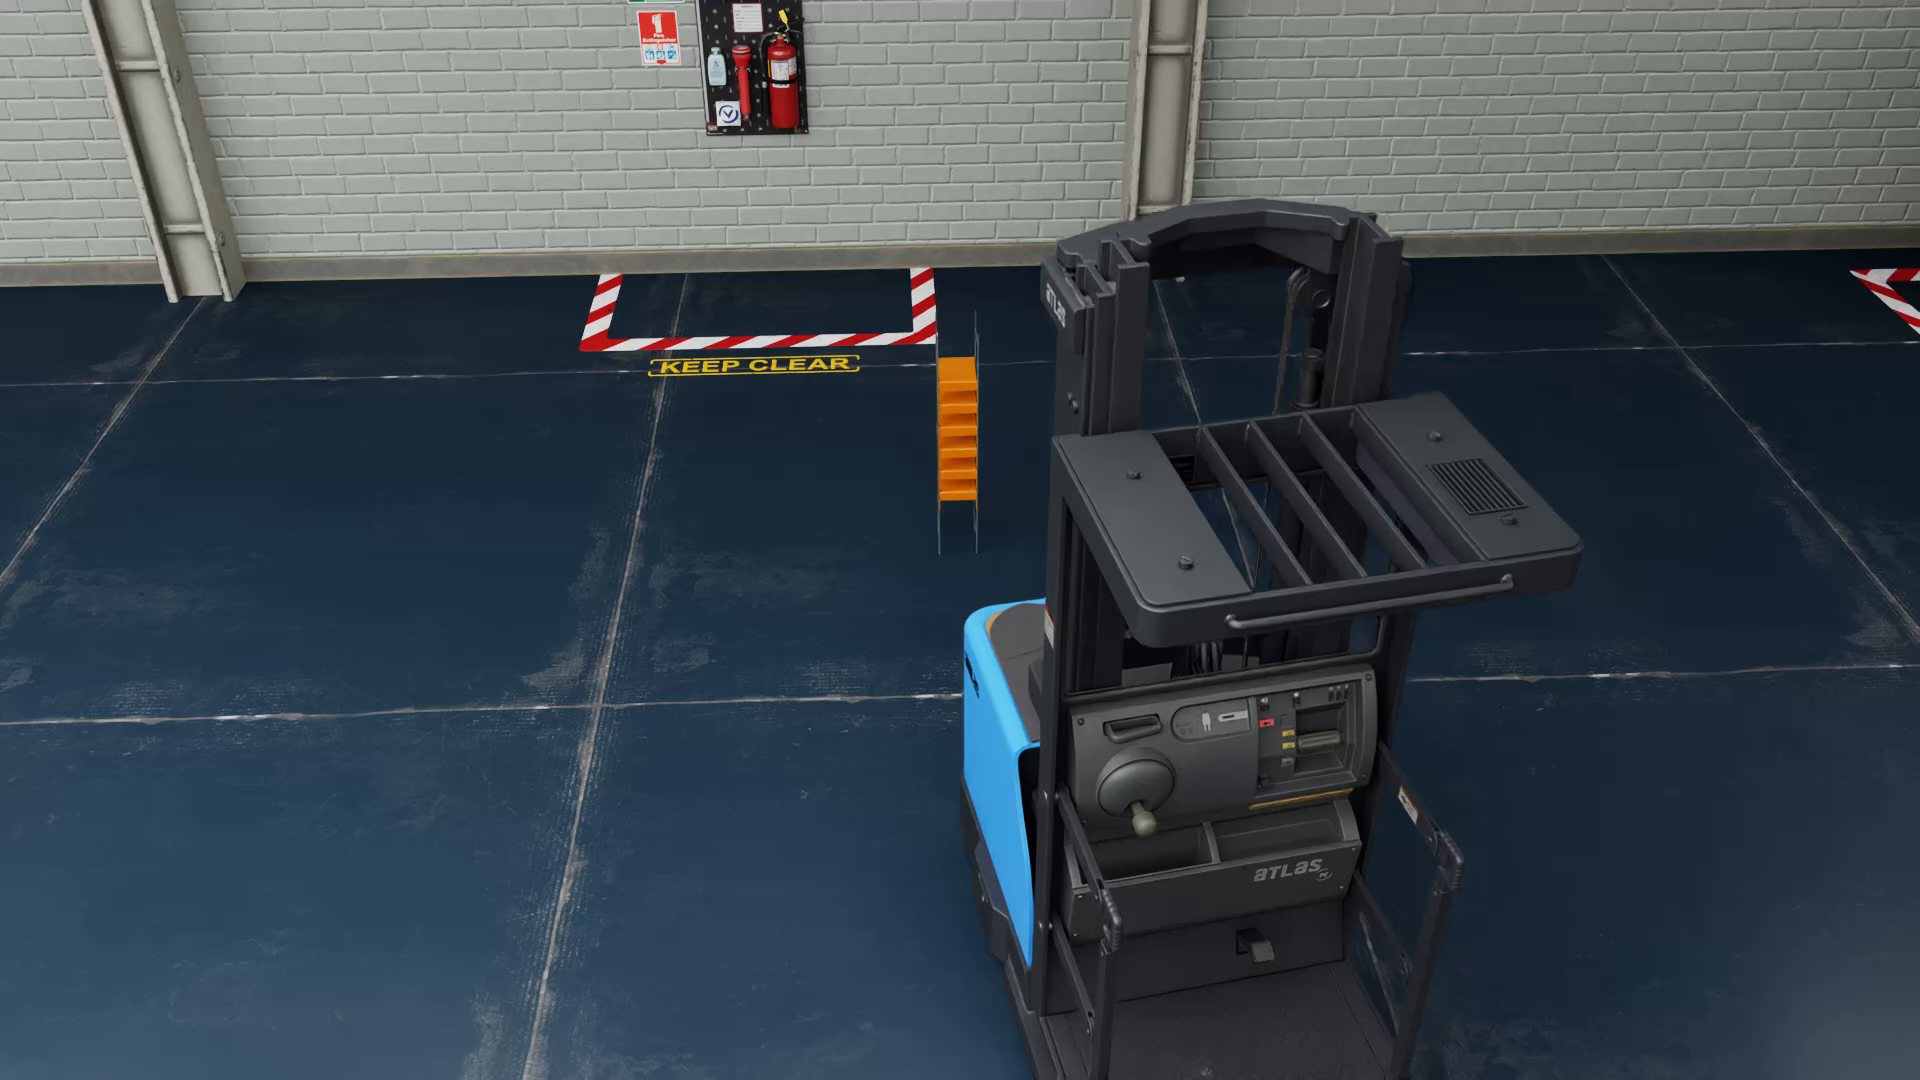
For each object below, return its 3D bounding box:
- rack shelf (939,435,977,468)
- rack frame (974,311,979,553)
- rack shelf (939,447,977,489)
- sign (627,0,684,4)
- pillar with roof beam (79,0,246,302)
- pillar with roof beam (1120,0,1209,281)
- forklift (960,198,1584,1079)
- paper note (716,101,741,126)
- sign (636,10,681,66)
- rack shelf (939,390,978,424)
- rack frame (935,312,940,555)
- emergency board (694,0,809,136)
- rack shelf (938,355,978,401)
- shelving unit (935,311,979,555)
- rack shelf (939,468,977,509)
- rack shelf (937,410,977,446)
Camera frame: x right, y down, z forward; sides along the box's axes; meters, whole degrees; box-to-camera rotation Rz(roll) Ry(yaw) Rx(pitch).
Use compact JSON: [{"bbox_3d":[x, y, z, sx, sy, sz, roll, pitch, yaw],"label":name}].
[{"bbox_3d":[-0.014,-0.456,7.933,0.180,0.103,0.258,-2,35,-2],"label":"rack shelf"},{"bbox_3d":[0.077,-0.495,7.912,0.006,1.200,0.240,-2,35,-2],"label":"rack frame"},{"bbox_3d":[-0.014,-0.358,8.002,0.180,0.103,0.258,-2,35,-2],"label":"rack shelf"},{"bbox_3d":[-1.786,-3.200,9.742,0.331,0.109,0.001,-2,35,-2],"label":"sign"},{"bbox_3d":[-4.553,-2.832,4.435,0.400,9.000,9.100,-2,35,-2],"label":"pillar with roof beam"},{"bbox_3d":[1.440,-2.994,4.668,0.400,9.000,9.100,-2,35,-2],"label":"pillar with roof beam"},{"bbox_3d":[0.829,0.679,4.693,1.130,2.935,3.031,-7,35,-11],"label":"forklift"},{"bbox_3d":[-1.414,-2.601,10.147,0.142,0.148,0.016,-2,35,-2],"label":"paper note"},{"bbox_3d":[-1.791,-2.988,9.900,0.234,0.329,0.001,-2,35,-2],"label":"sign"},{"bbox_3d":[-0.014,-0.654,7.797,0.180,0.103,0.258,-2,35,-2],"label":"rack shelf"},{"bbox_3d":[-0.106,-0.491,7.904,0.006,1.200,0.240,-2,35,-2],"label":"rack frame"},{"bbox_3d":[-1.234,-2.929,9.847,0.643,1.169,0.194,-2,35,-2],"label":"emergency board"},{"bbox_3d":[-0.014,-0.752,7.728,0.180,0.103,0.258,-2,35,-2],"label":"rack shelf"},{"bbox_3d":[-0.014,-0.493,7.908,0.189,1.200,0.258,-2,35,-2],"label":"shelving unit"},{"bbox_3d":[-0.014,-0.259,8.070,0.180,0.103,0.258,-2,35,-2],"label":"rack shelf"},{"bbox_3d":[-0.014,-0.555,7.865,0.180,0.103,0.258,-2,35,-2],"label":"rack shelf"}]
